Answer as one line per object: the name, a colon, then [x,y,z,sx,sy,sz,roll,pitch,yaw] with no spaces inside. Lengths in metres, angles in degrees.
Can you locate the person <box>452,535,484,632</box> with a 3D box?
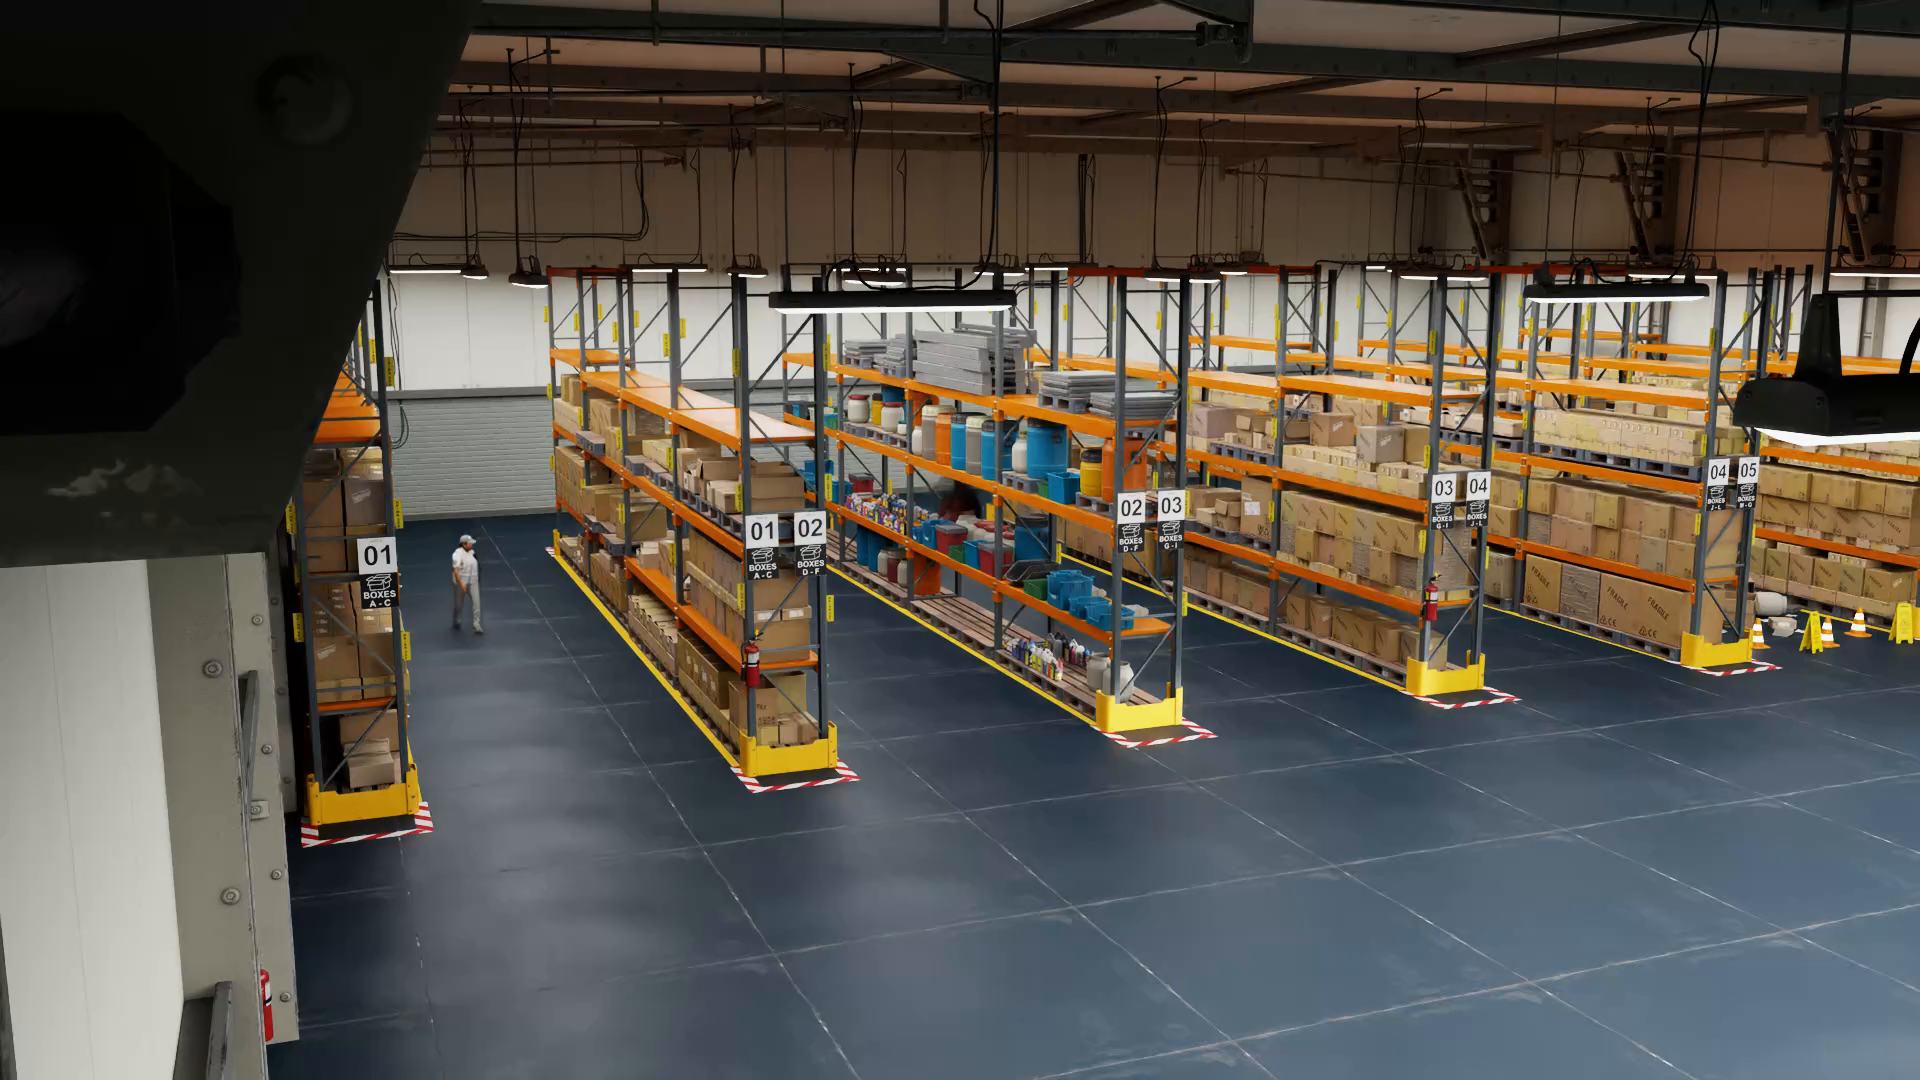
person: [-8.290,0.711,27.905,0.470,1.614,0.940,-6,12,-31]

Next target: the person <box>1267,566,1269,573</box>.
person: [5.848,0.107,31.437,0.404,1.600,0.475,-2,10,-10]
